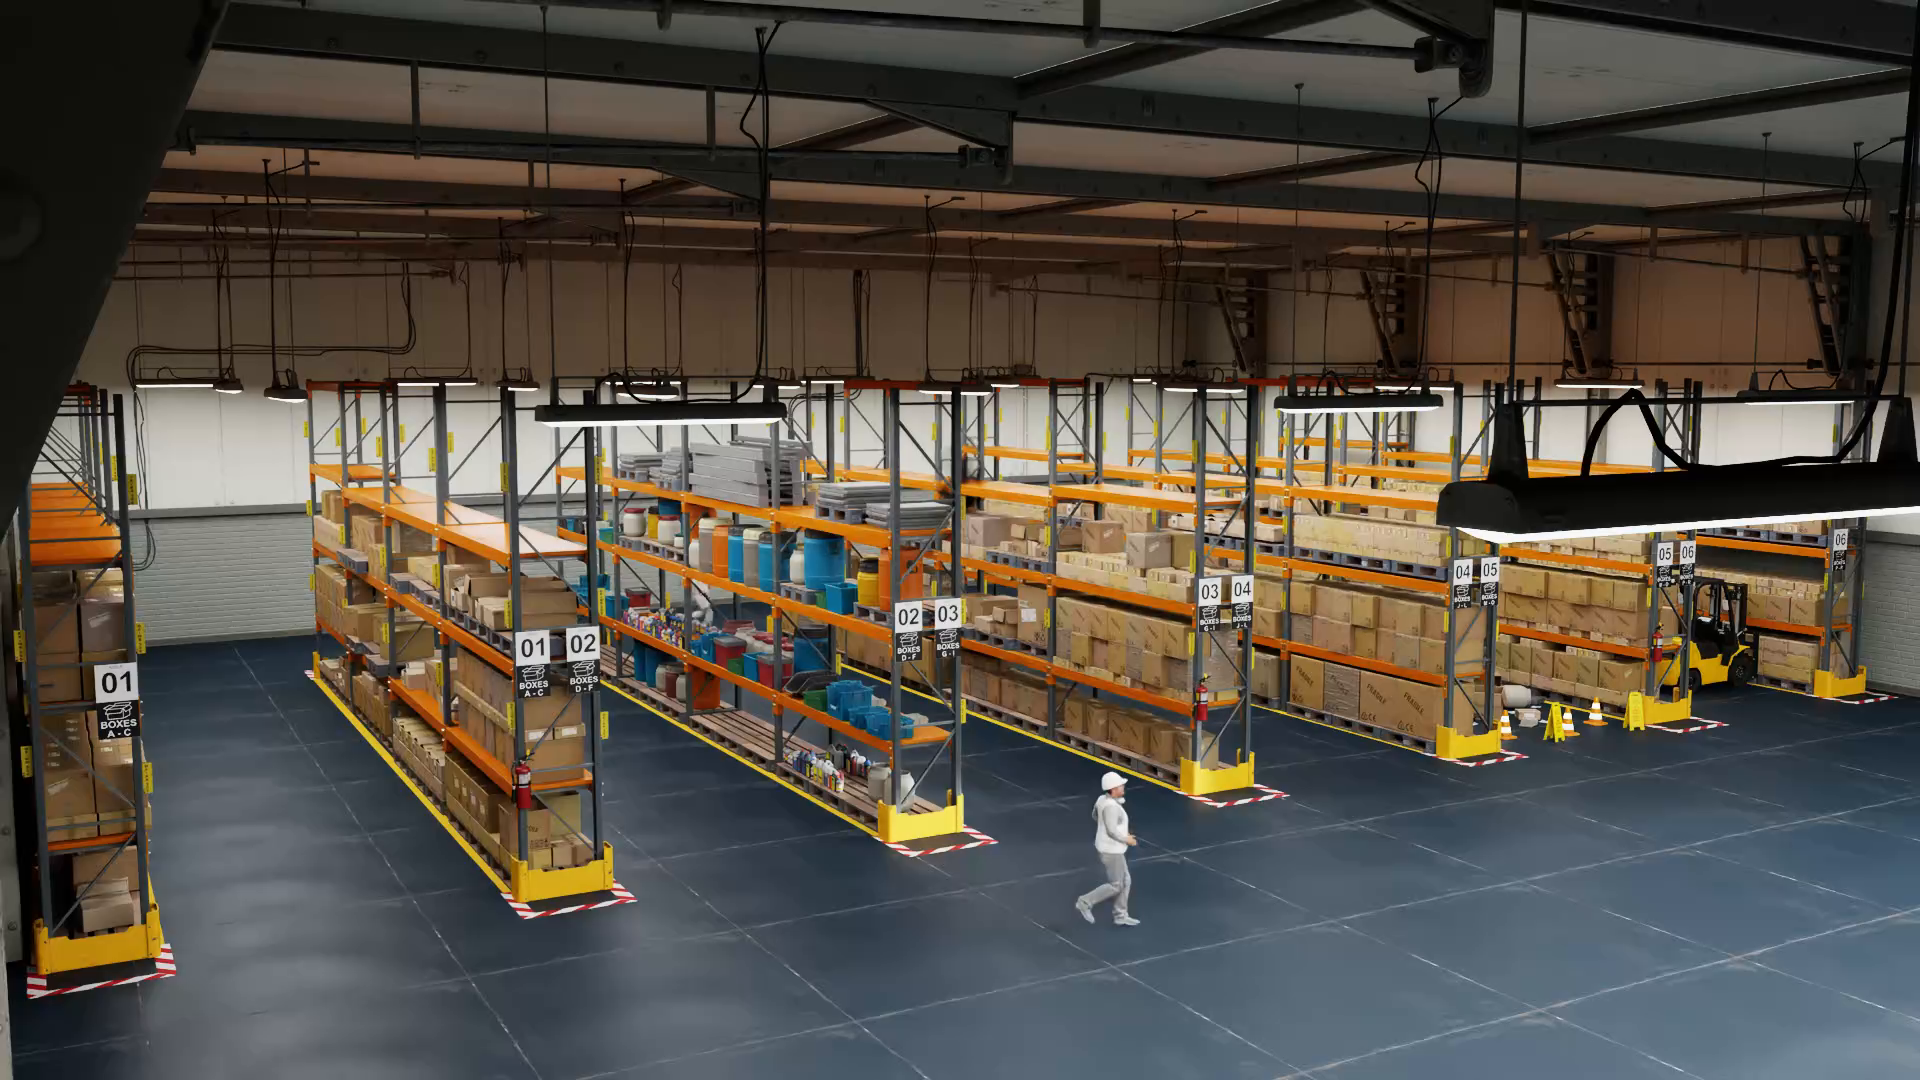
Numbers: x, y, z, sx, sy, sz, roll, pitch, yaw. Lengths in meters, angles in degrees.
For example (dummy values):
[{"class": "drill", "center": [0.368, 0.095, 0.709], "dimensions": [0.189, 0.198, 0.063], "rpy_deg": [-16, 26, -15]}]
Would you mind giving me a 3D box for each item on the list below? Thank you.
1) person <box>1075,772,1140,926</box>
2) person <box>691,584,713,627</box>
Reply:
[{"class": "person", "center": [1.661, 3.479, 18.692], "dimensions": [0.765, 1.771, 0.684], "rpy_deg": [0, 6, -4]}, {"class": "person", "center": [-6.089, 1.337, 38.847], "dimensions": [0.858, 1.775, 0.665], "rpy_deg": [-2, 6, -18]}]
